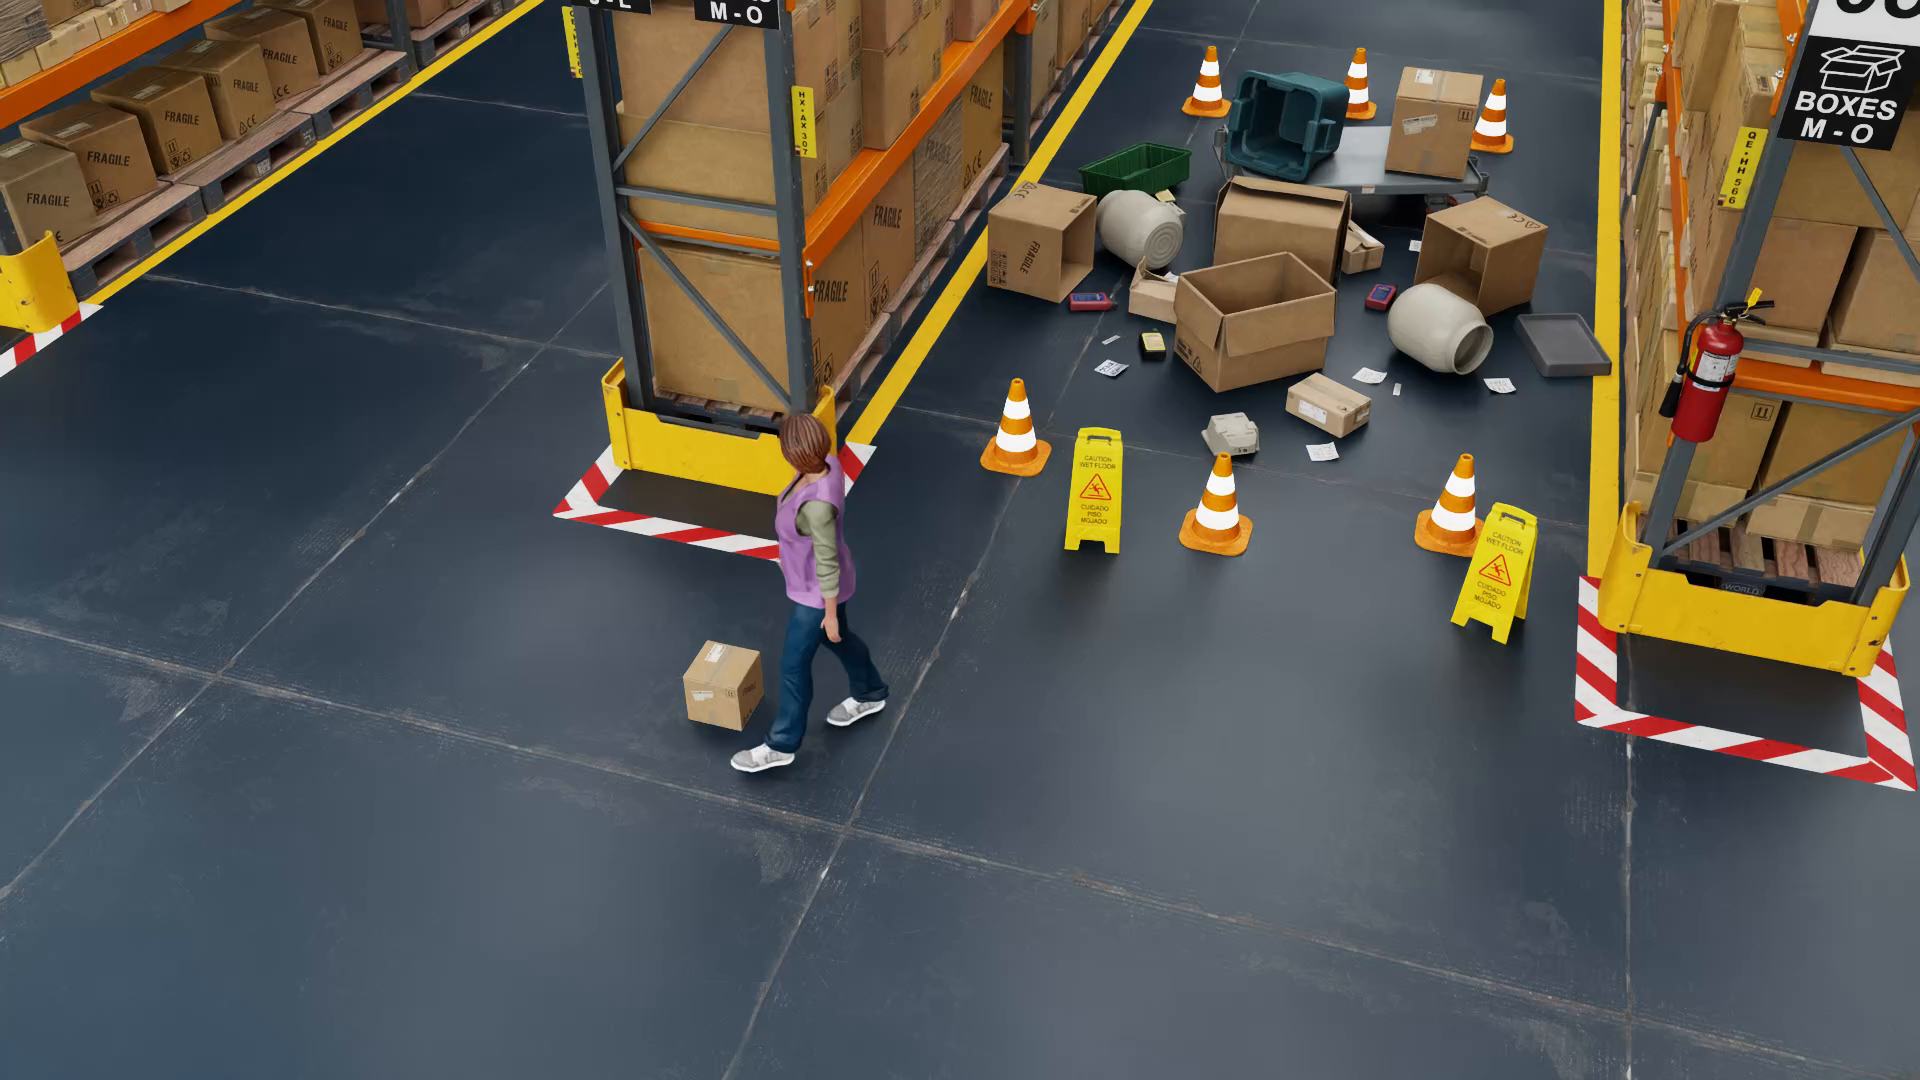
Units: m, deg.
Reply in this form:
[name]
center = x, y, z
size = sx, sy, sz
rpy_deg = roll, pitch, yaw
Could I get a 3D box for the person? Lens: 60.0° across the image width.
[person]
center = -0.560, 0.247, 6.704
size = 0.528, 1.295, 0.473
rpy_deg = -3, 38, -3
